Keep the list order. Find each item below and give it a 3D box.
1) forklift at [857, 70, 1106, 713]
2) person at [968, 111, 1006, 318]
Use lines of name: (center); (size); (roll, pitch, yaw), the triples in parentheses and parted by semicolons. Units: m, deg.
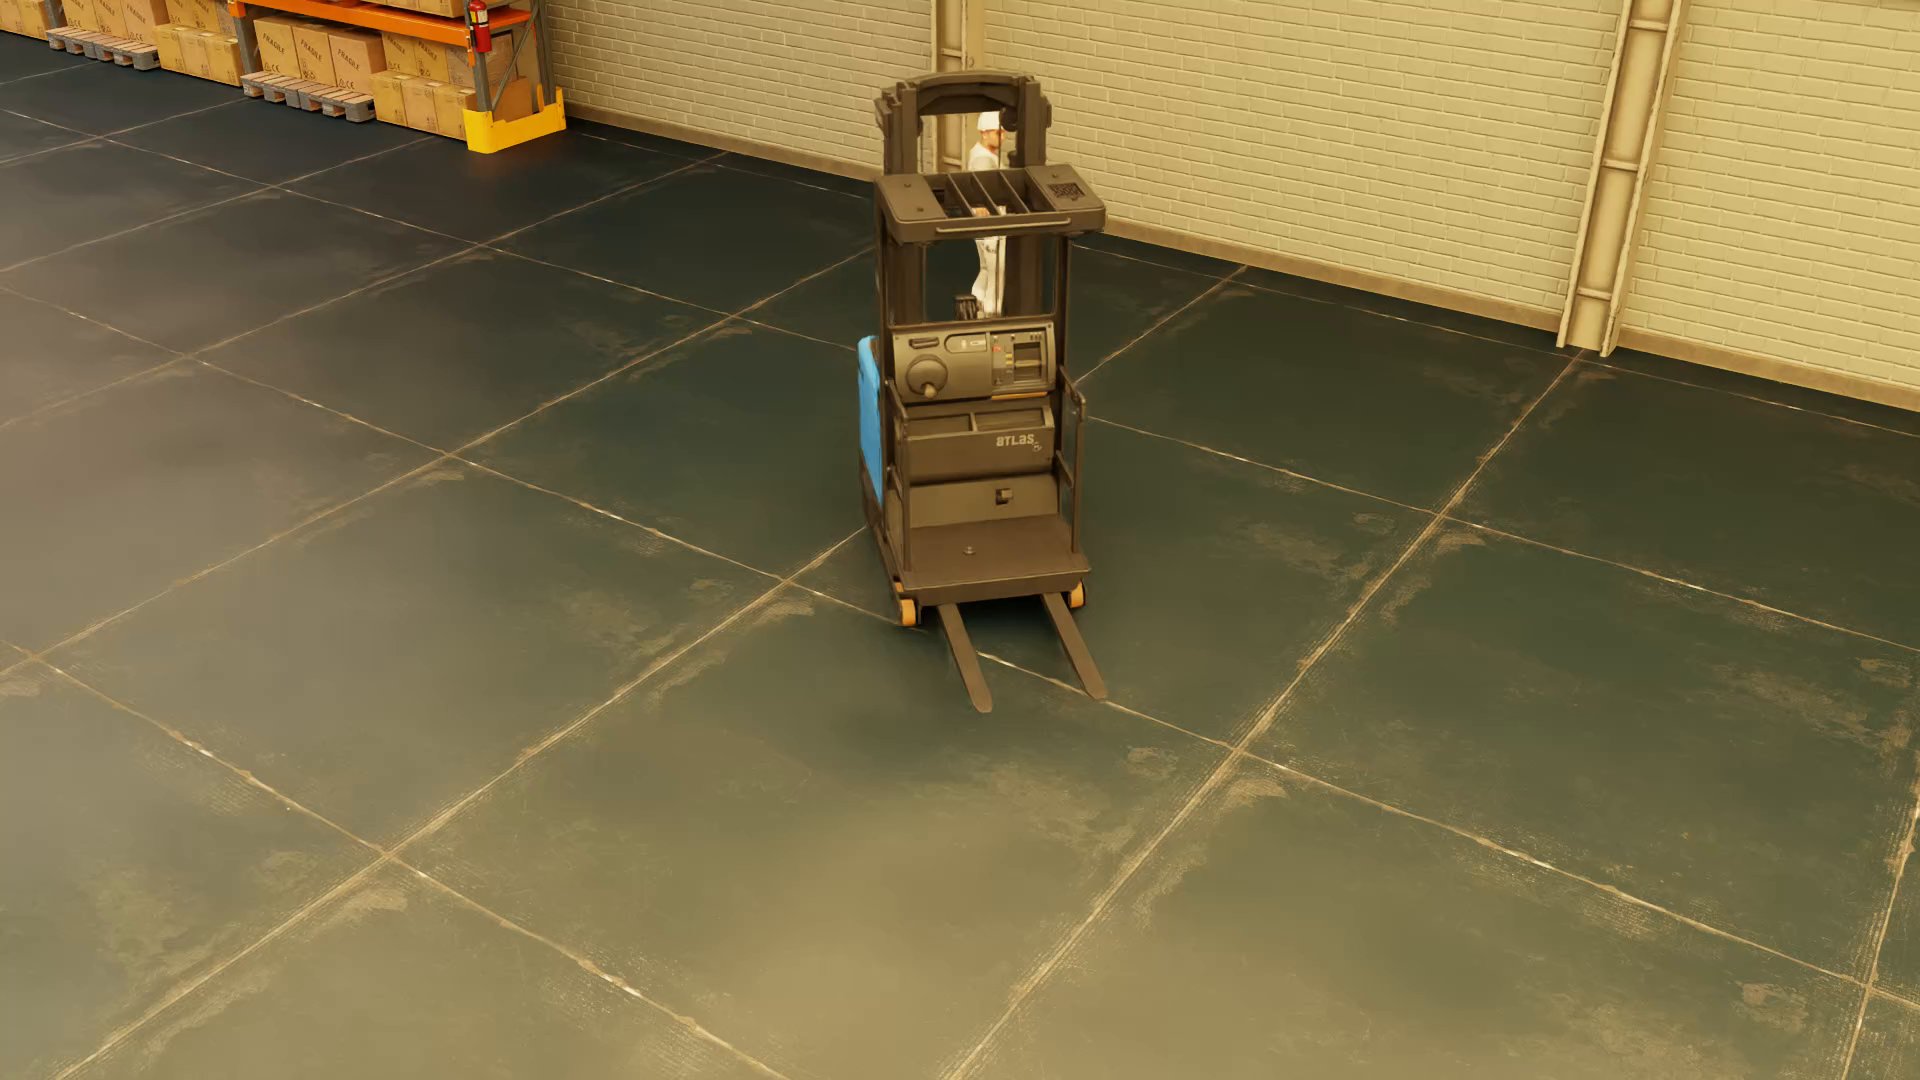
forklift: (0.128, -0.967, 9.247); (1.130, 2.935, 3.031); (-6, 31, -10)
person: (0.269, -2.442, 12.930); (0.426, 1.788, 0.705); (-3, 30, -5)
